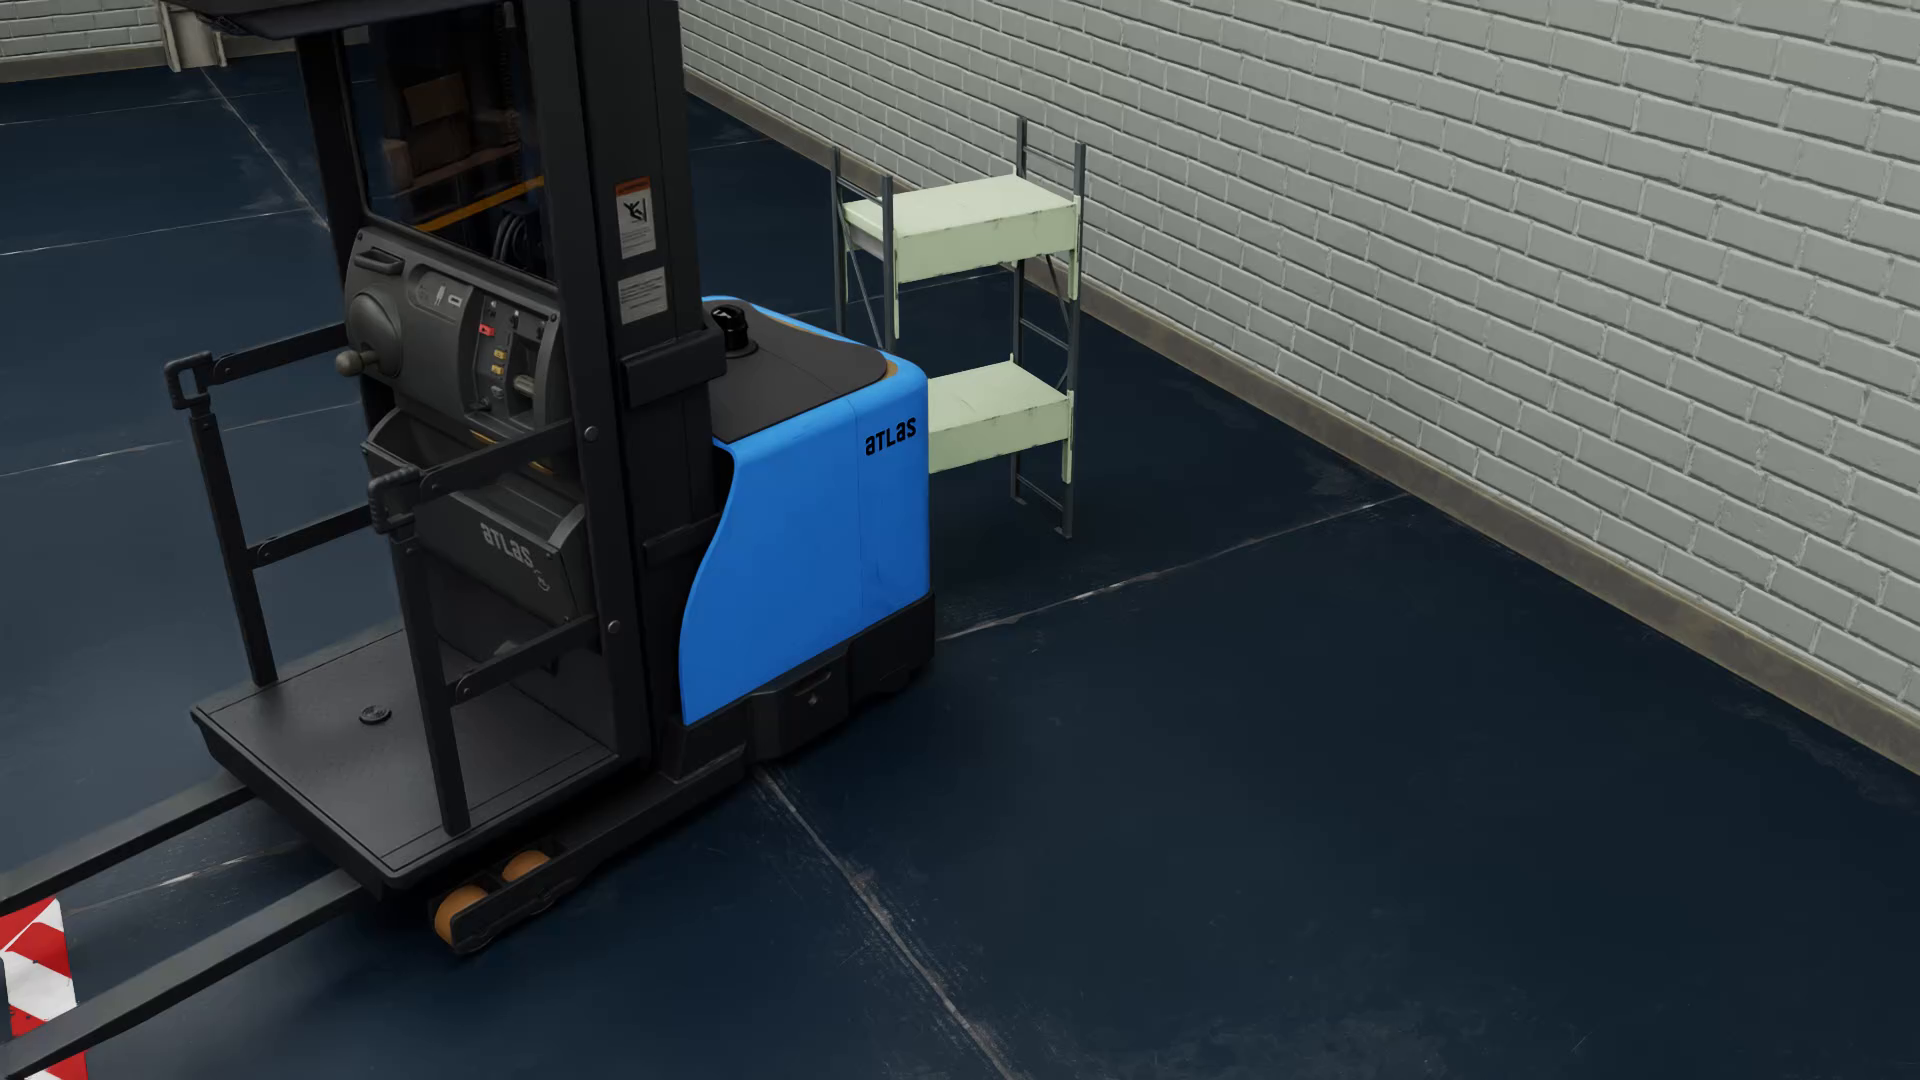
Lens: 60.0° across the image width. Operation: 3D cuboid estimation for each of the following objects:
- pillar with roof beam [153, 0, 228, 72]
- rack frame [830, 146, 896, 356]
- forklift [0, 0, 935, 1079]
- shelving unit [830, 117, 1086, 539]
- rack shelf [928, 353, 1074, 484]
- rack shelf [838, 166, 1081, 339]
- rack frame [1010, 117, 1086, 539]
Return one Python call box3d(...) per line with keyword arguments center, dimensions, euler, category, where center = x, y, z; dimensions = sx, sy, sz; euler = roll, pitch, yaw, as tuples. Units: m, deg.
box3d(center=(-3.757, -5.848, 7.533), dimensions=(0.400, 9.000, 9.100), euler=(-16, 33, -26), category="pillar with roof beam")
box3d(center=(-0.321, -0.565, 5.722), dimensions=(0.023, 1.500, 0.400), euler=(-16, 33, -26), category="rack frame")
box3d(center=(-1.448, -0.495, 4.113), dimensions=(1.130, 2.935, 3.031), euler=(24, 37, 36), category="forklift")
box3d(center=(-0.006, -0.655, 5.885), dimensions=(0.755, 1.500, 0.431), euler=(-16, 33, -26), category="shelving unit")
box3d(center=(-0.006, -0.370, 6.042), dimensions=(0.720, 0.370, 0.431), euler=(-16, 33, -26), category="rack shelf")
box3d(center=(-0.006, -0.997, 5.696), dimensions=(0.720, 0.370, 0.431), euler=(-16, 33, -26), category="rack shelf")
box3d(center=(0.310, -0.745, 6.047), dimensions=(0.023, 1.500, 0.400), euler=(-16, 33, -26), category="rack frame")
